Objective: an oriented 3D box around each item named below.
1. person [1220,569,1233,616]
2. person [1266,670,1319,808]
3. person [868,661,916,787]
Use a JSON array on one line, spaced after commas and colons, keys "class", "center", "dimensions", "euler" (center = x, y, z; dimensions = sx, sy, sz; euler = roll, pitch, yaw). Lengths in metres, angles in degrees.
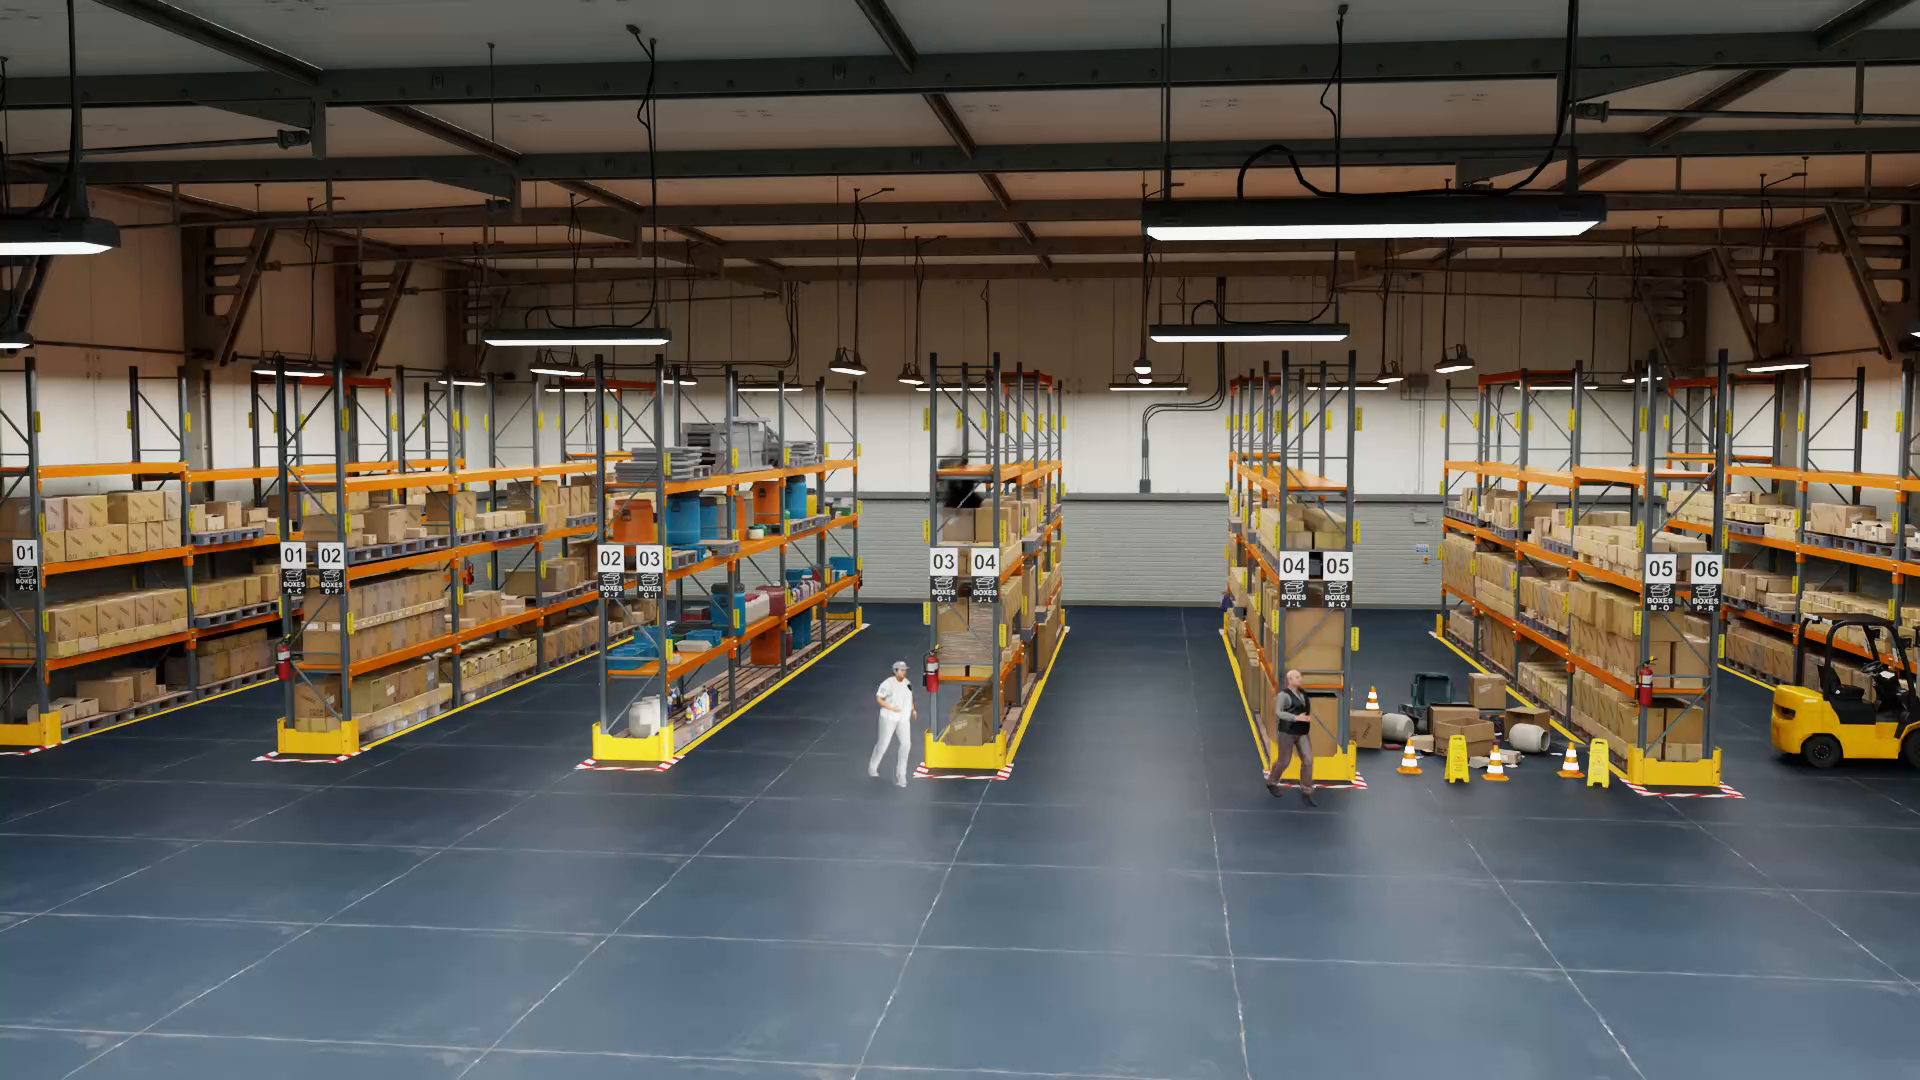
[{"class": "person", "center": [6.582, 1.361, 40.254], "dimensions": [0.523, 1.570, 0.650], "euler": [-1, 4, -12]}, {"class": "person", "center": [4.379, 2.581, 21.870], "dimensions": [0.661, 1.762, 0.845], "euler": [-2, 5, -30]}, {"class": "person", "center": [-0.875, 2.535, 23.206], "dimensions": [0.664, 1.694, 0.773], "euler": [-2, 5, -30]}]
